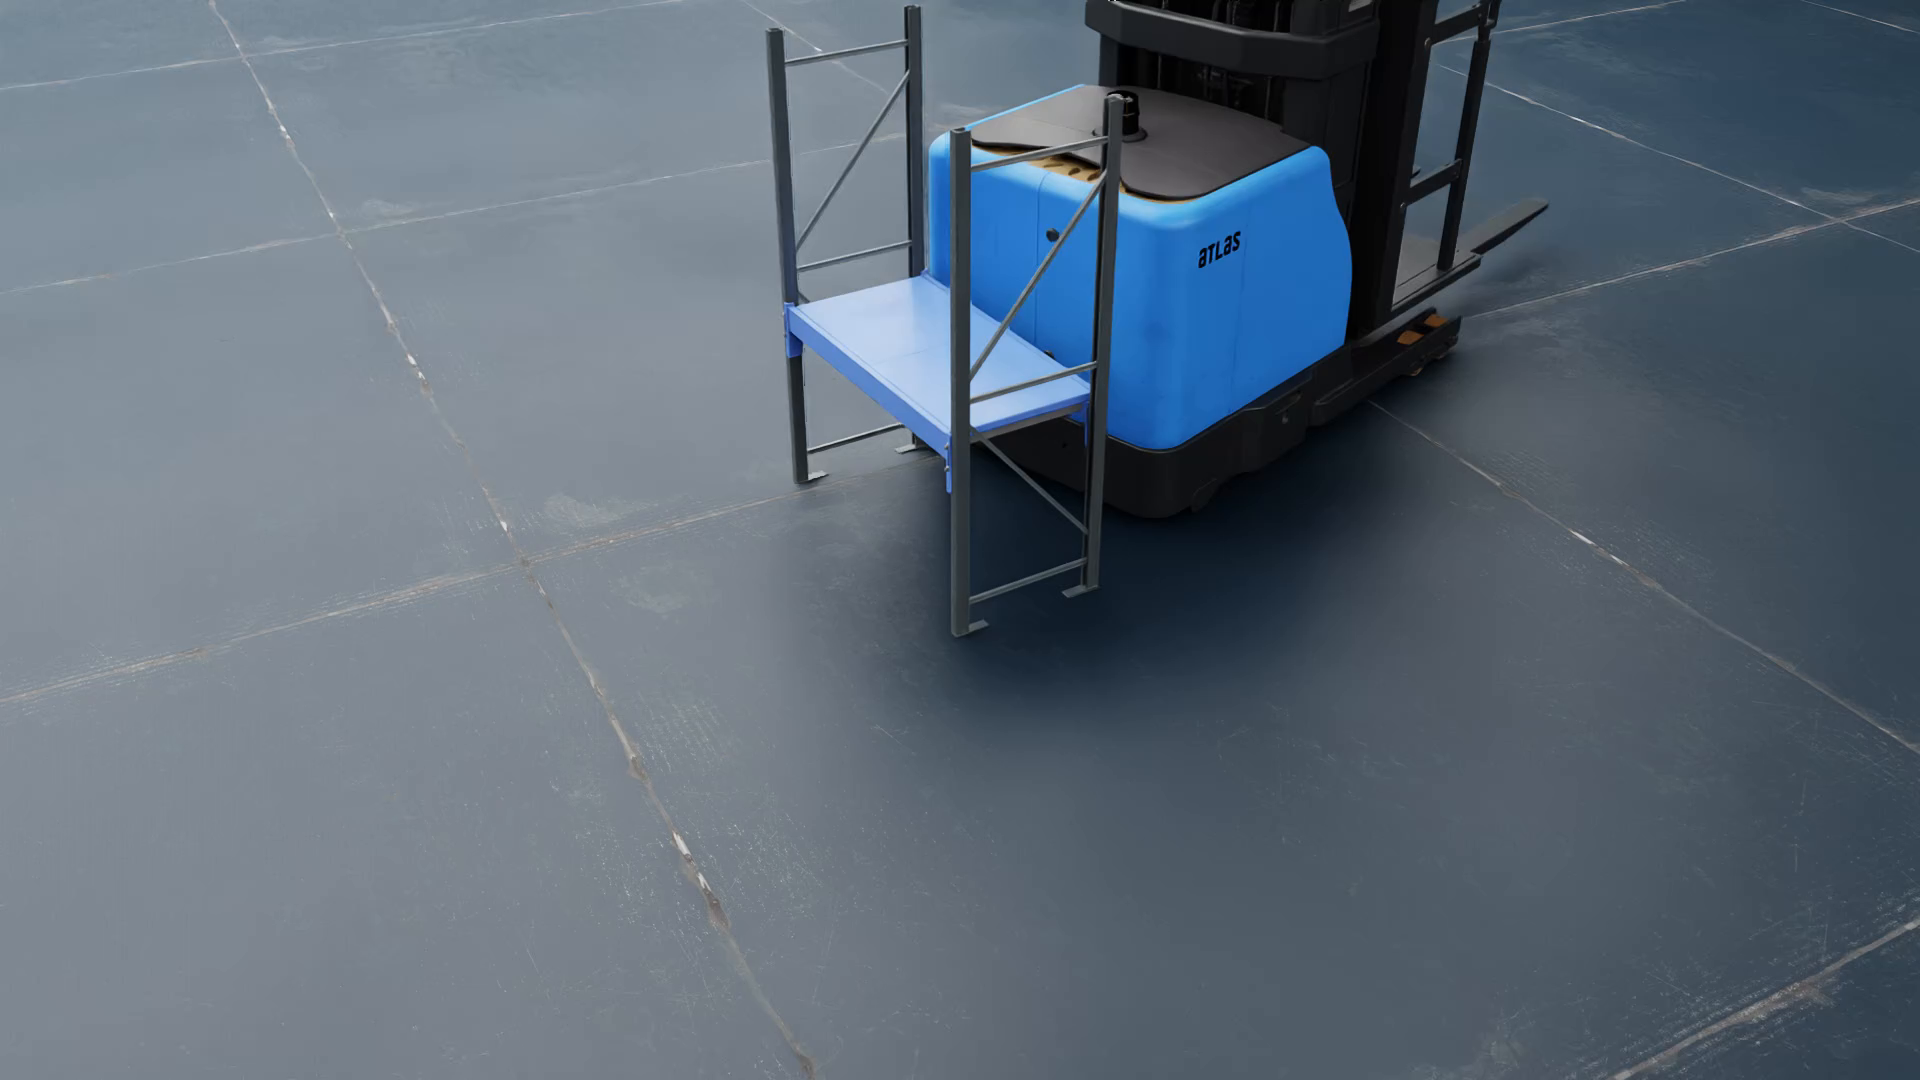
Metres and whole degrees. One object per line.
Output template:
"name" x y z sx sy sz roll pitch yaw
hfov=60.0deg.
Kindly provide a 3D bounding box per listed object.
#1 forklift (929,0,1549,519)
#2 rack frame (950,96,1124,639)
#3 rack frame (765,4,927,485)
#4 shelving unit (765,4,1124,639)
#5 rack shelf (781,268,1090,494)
"forklift" 1.249 -2.011 5.671 1.130 2.935 3.031 26 41 35
"rack frame" 0.196 -0.424 4.521 0.500 1.500 0.032 -18 37 -26
"rack frame" -0.336 -0.891 5.250 0.500 1.500 0.032 -18 37 -26
"shelving unit" -0.070 -0.657 4.886 0.538 1.500 1.048 -18 37 -26
"rack shelf" -0.070 -0.506 4.983 0.538 0.185 1.000 -18 37 -26
